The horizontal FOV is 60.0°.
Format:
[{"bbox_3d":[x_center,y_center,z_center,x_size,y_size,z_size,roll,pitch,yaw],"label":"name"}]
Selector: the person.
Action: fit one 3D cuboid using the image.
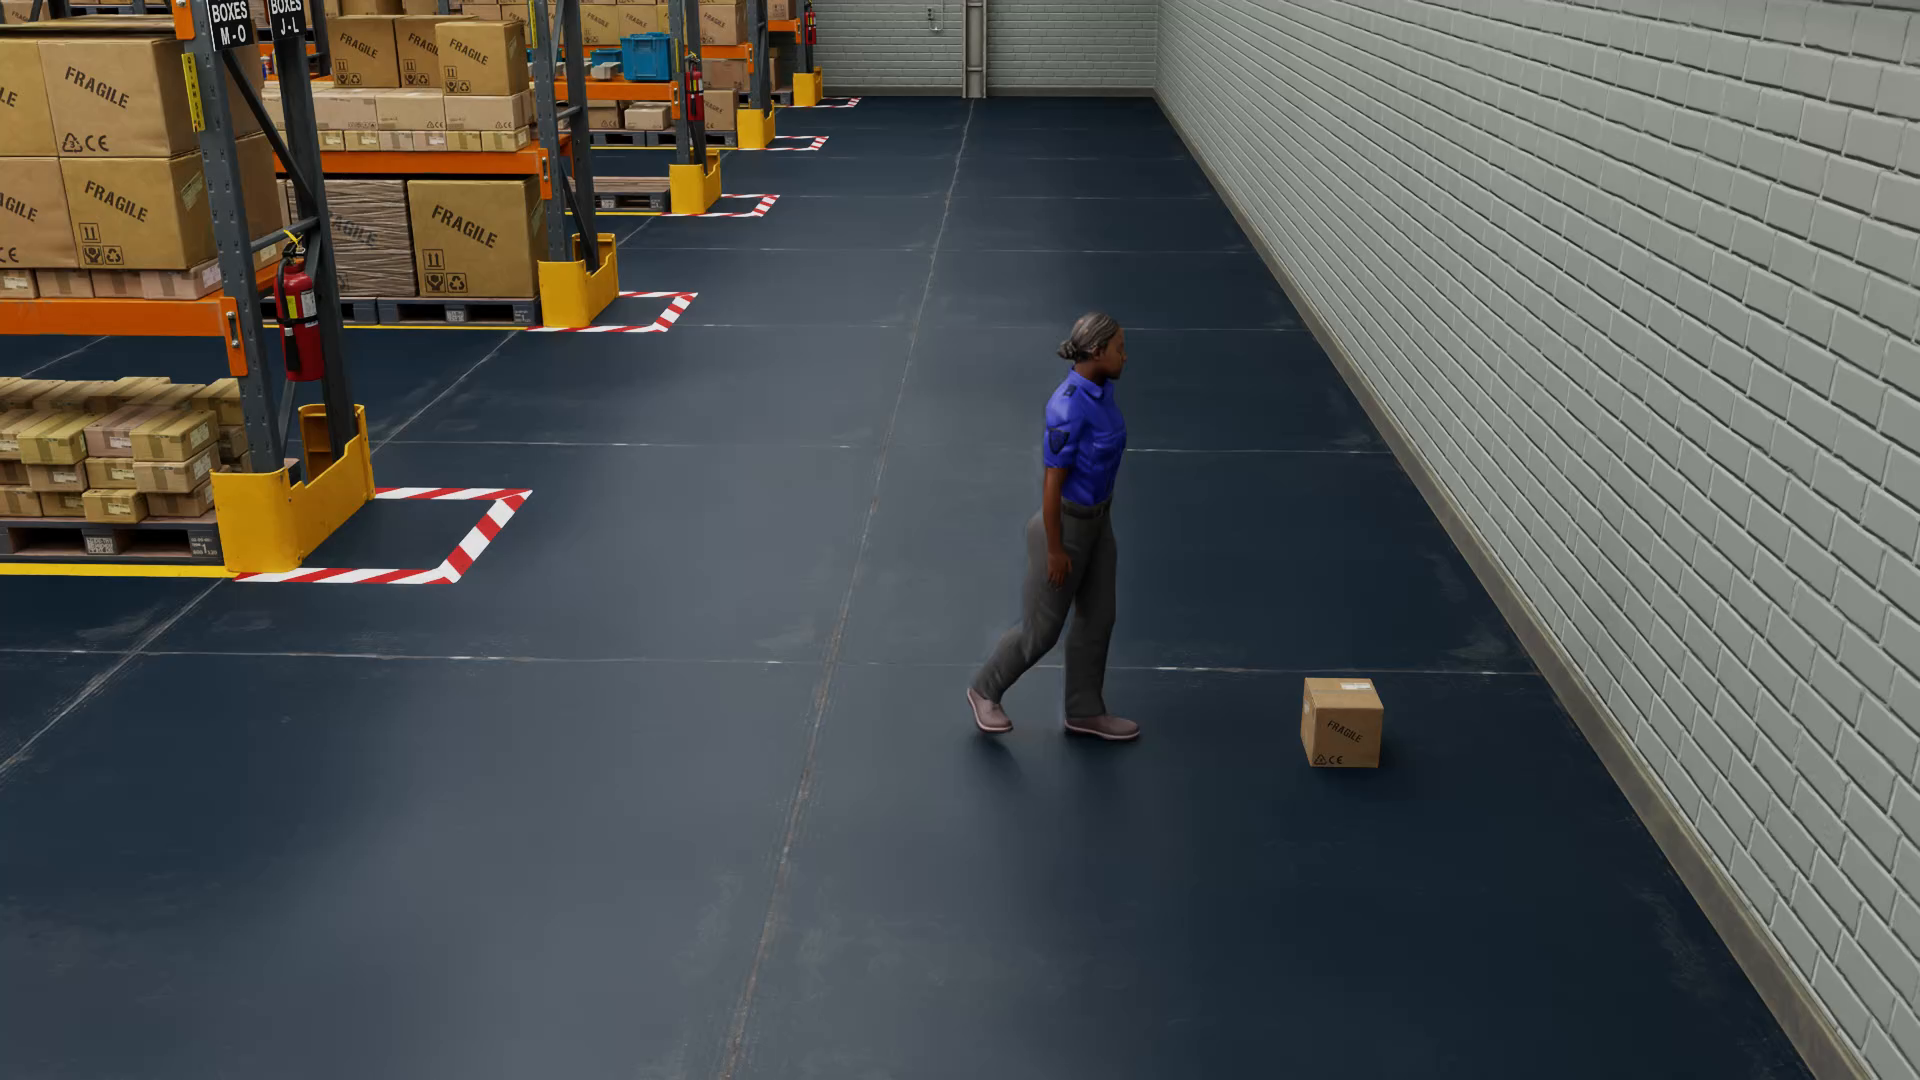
[{"bbox_3d":[0.354,-0.032,6.157,0.656,1.652,0.479,10,23,25],"label":"person"}]
